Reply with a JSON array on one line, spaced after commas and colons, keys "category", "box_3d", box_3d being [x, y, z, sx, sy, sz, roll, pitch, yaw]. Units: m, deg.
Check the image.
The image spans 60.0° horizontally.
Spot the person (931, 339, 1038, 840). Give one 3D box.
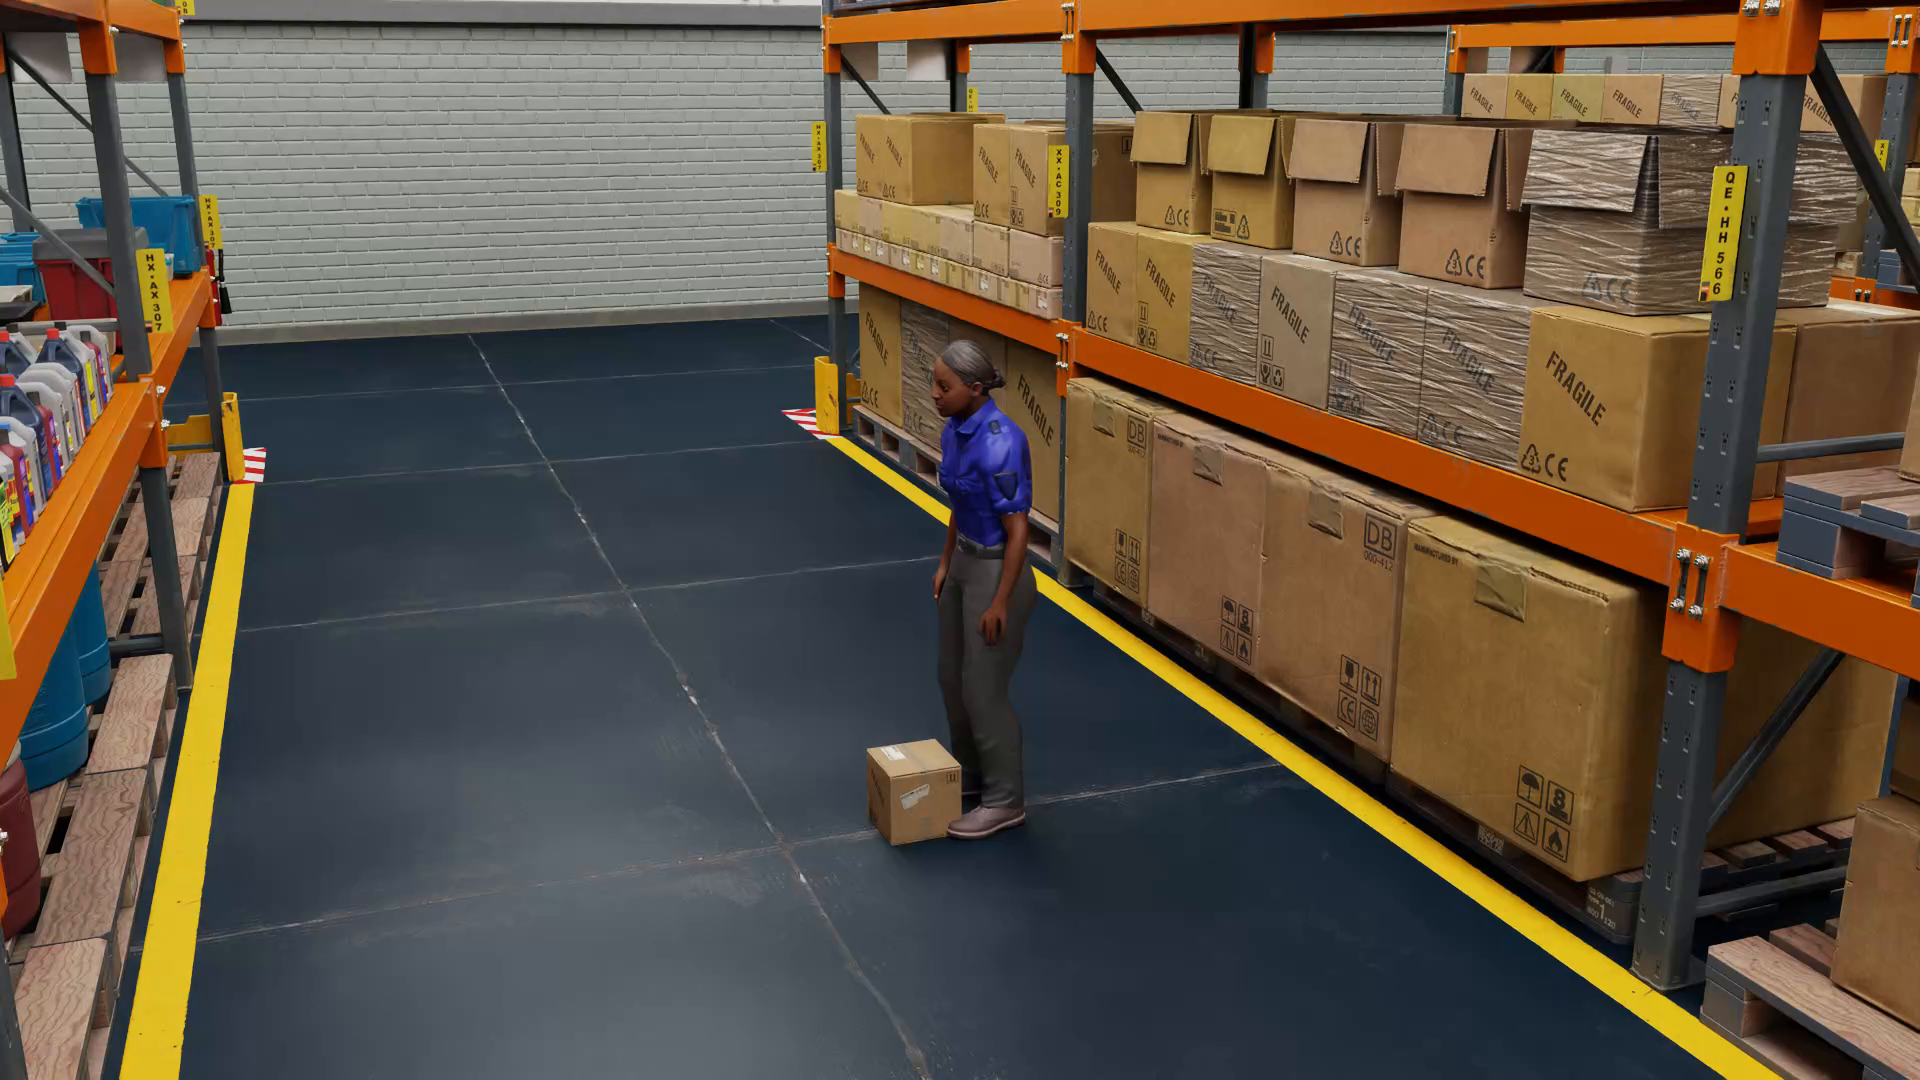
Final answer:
[{"category": "person", "box_3d": [0.059, 0.150, 5.503, 0.348, 1.655, 0.527, -6, 17, -21]}]
